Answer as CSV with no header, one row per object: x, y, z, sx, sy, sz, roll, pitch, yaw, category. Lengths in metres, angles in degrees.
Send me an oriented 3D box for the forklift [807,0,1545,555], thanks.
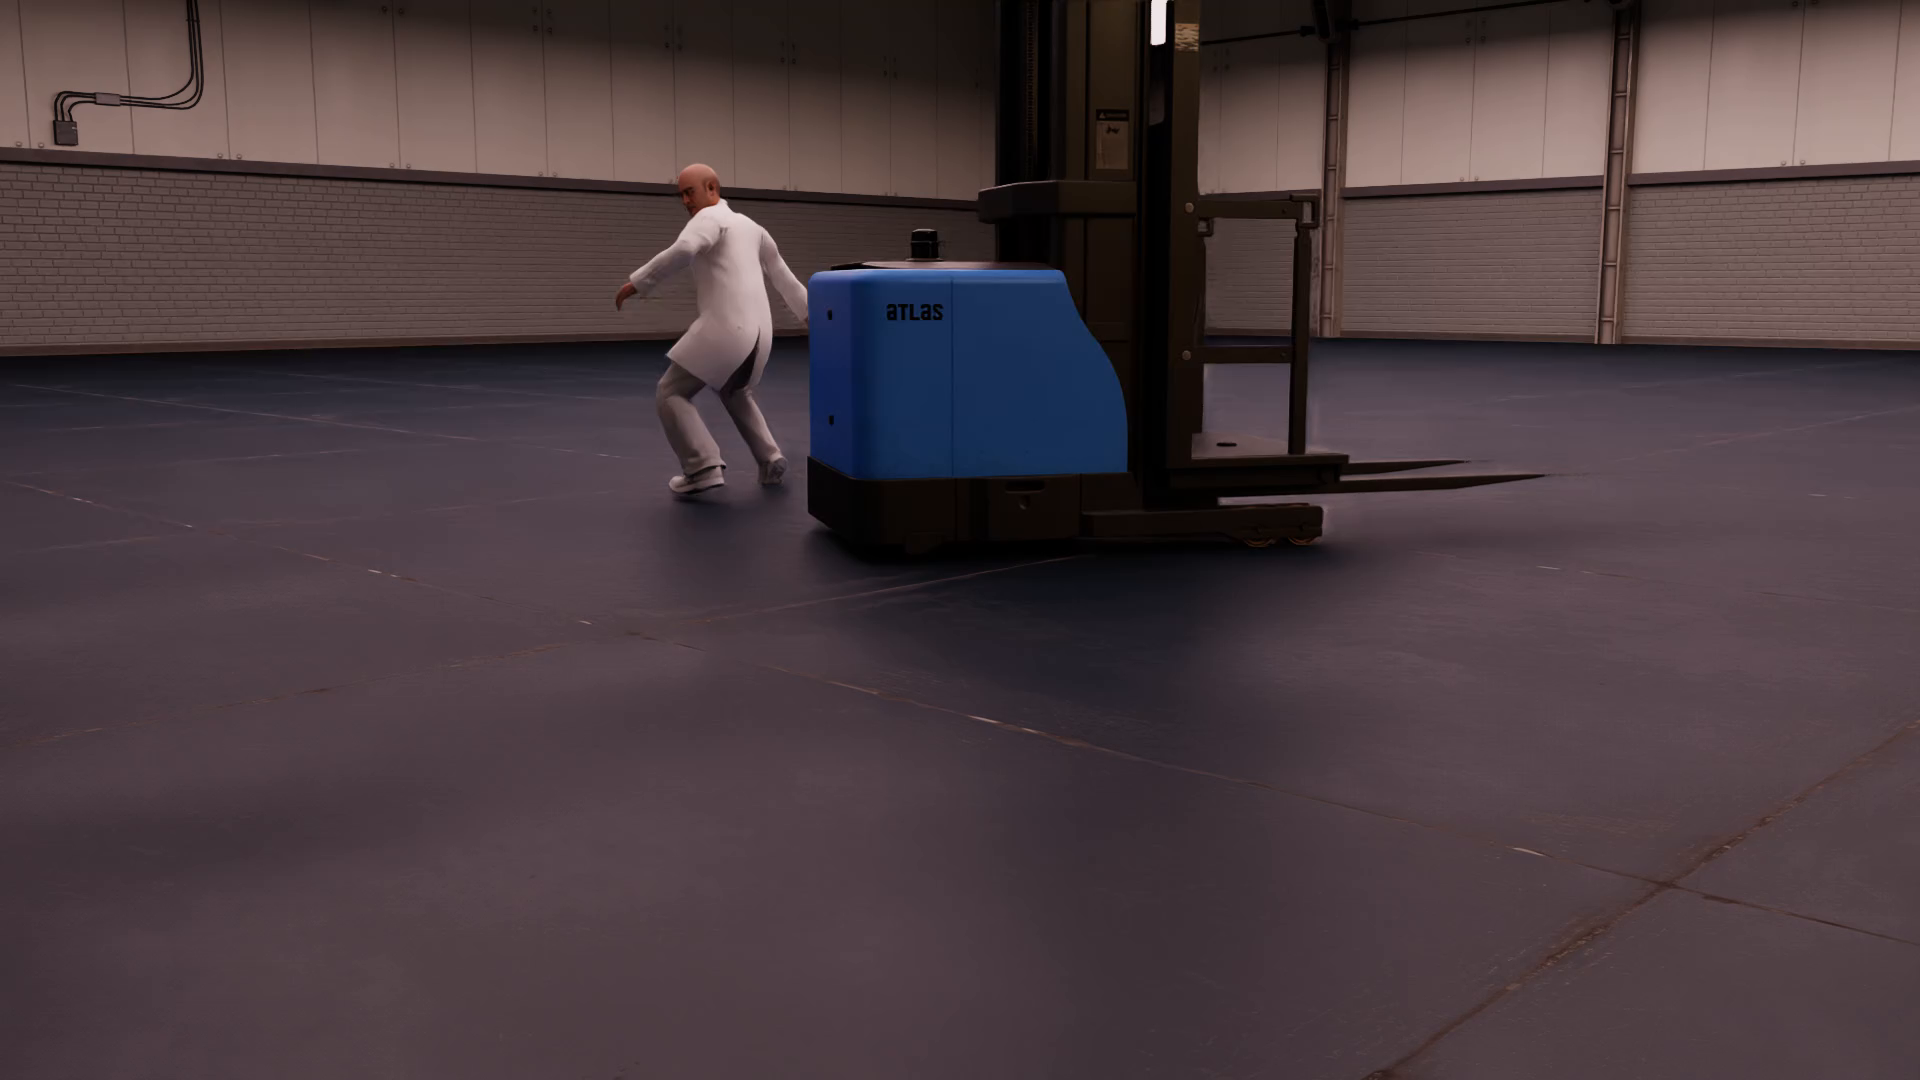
0.936,-1.491,6.777,3.031,2.935,1.130,-2,9,-15,forklift

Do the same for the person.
-1.148,-0.939,8.269,0.610,1.636,1.106,5,10,29,person
